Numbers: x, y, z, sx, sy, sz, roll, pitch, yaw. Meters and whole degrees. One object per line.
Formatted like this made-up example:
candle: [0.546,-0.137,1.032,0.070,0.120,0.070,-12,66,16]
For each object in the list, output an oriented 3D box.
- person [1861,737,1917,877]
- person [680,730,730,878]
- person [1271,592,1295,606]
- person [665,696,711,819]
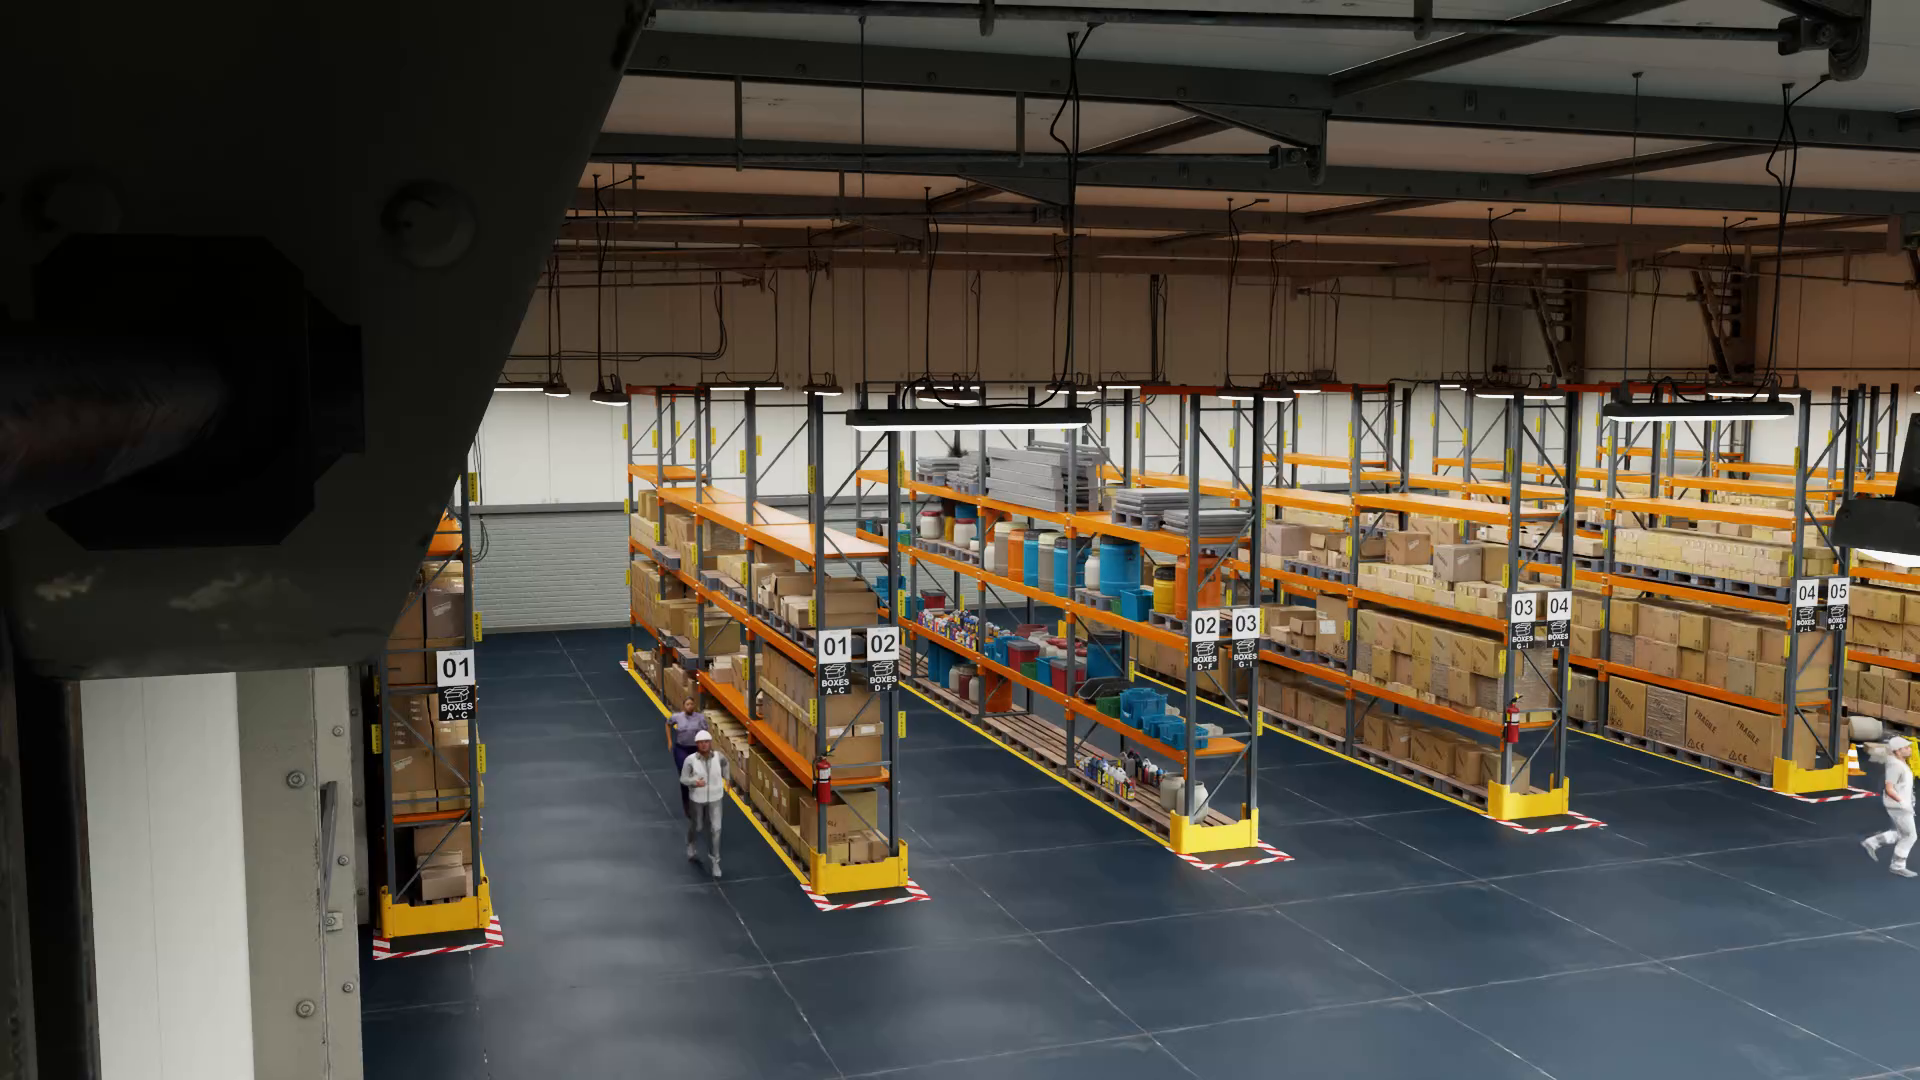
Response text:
person: [11.673,3.320,20.824,0.635,1.758,0.651,3,7,26]
person: [-3.225,3.278,21.044,0.665,1.806,0.954,-2,6,-17]
person: [8.047,1.262,41.353,0.739,1.695,0.659,4,7,31]
person: [-3.878,3.052,23.770,0.580,1.694,0.855,-2,6,-22]
